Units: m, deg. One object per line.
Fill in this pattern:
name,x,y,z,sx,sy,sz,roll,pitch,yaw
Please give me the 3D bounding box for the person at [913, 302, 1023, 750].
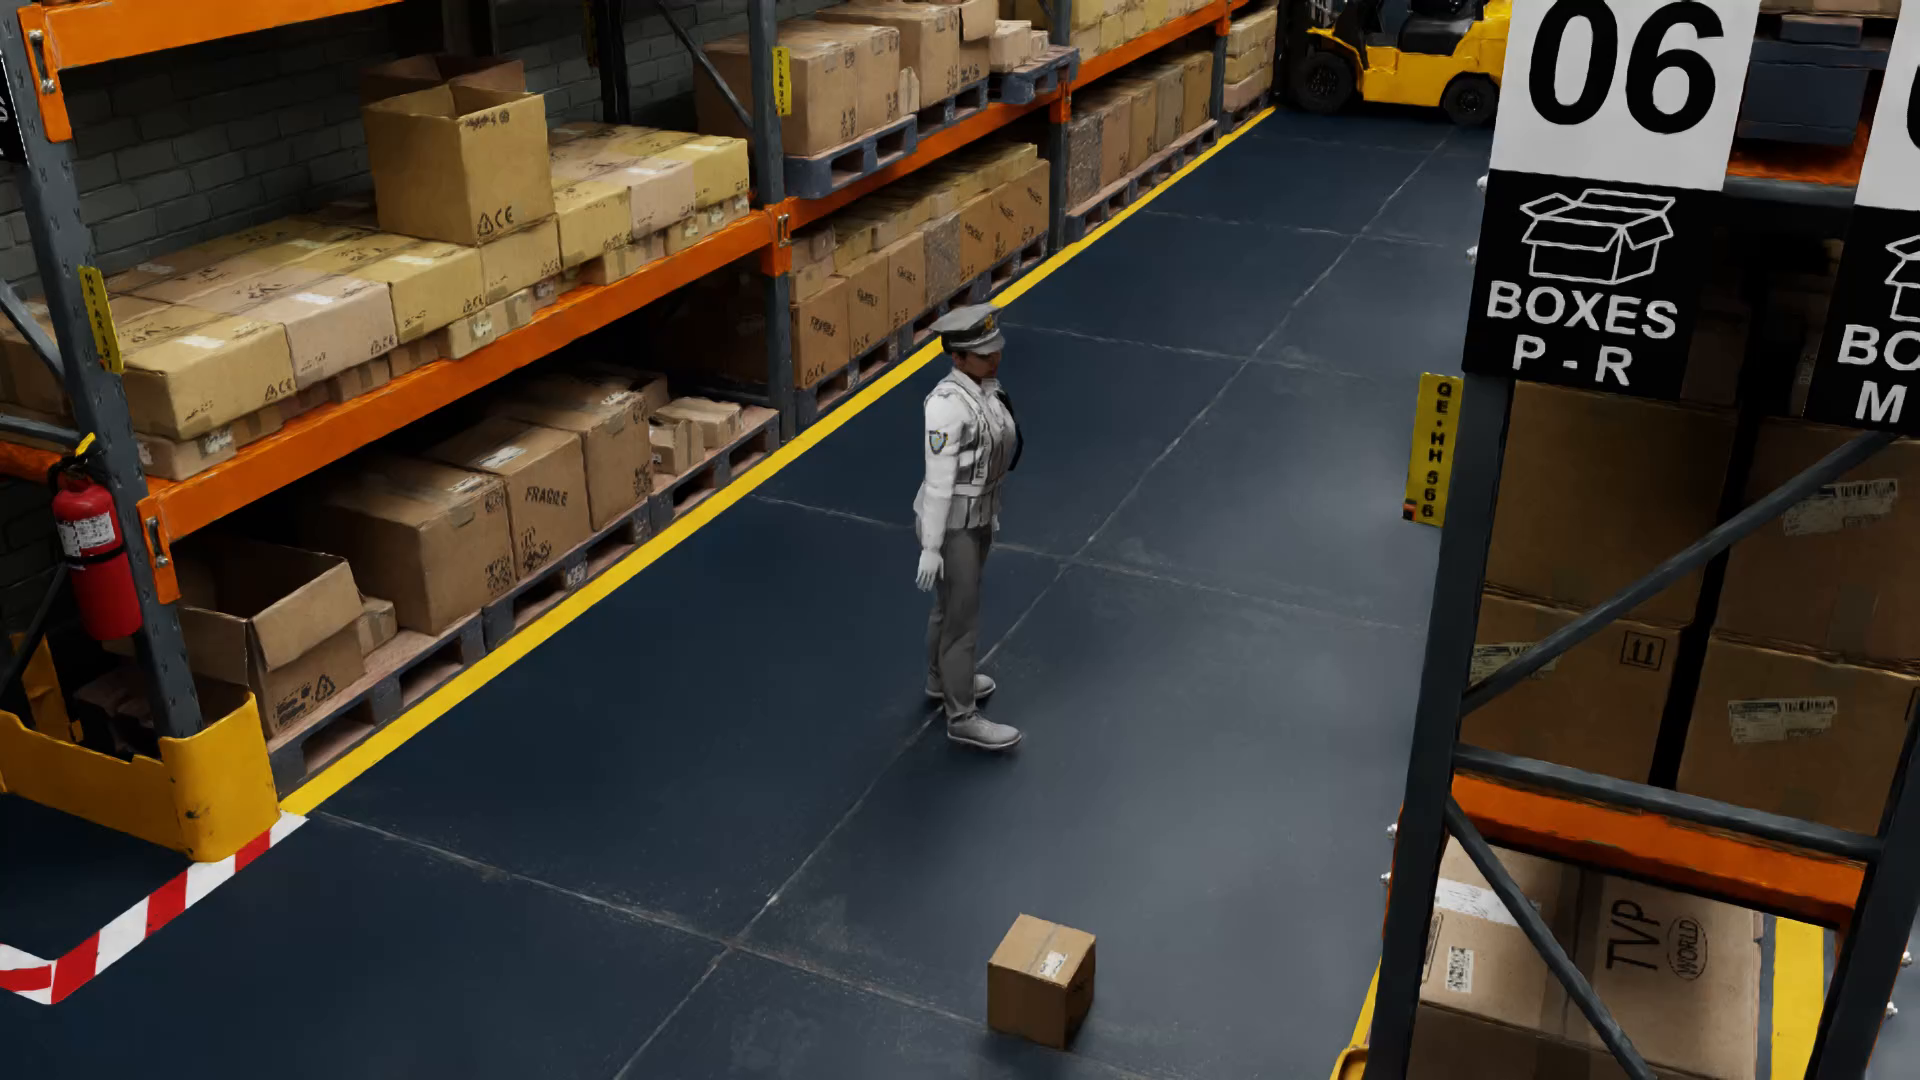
person,0.044,-0.043,6.124,0.488,1.679,0.648,9,28,18
